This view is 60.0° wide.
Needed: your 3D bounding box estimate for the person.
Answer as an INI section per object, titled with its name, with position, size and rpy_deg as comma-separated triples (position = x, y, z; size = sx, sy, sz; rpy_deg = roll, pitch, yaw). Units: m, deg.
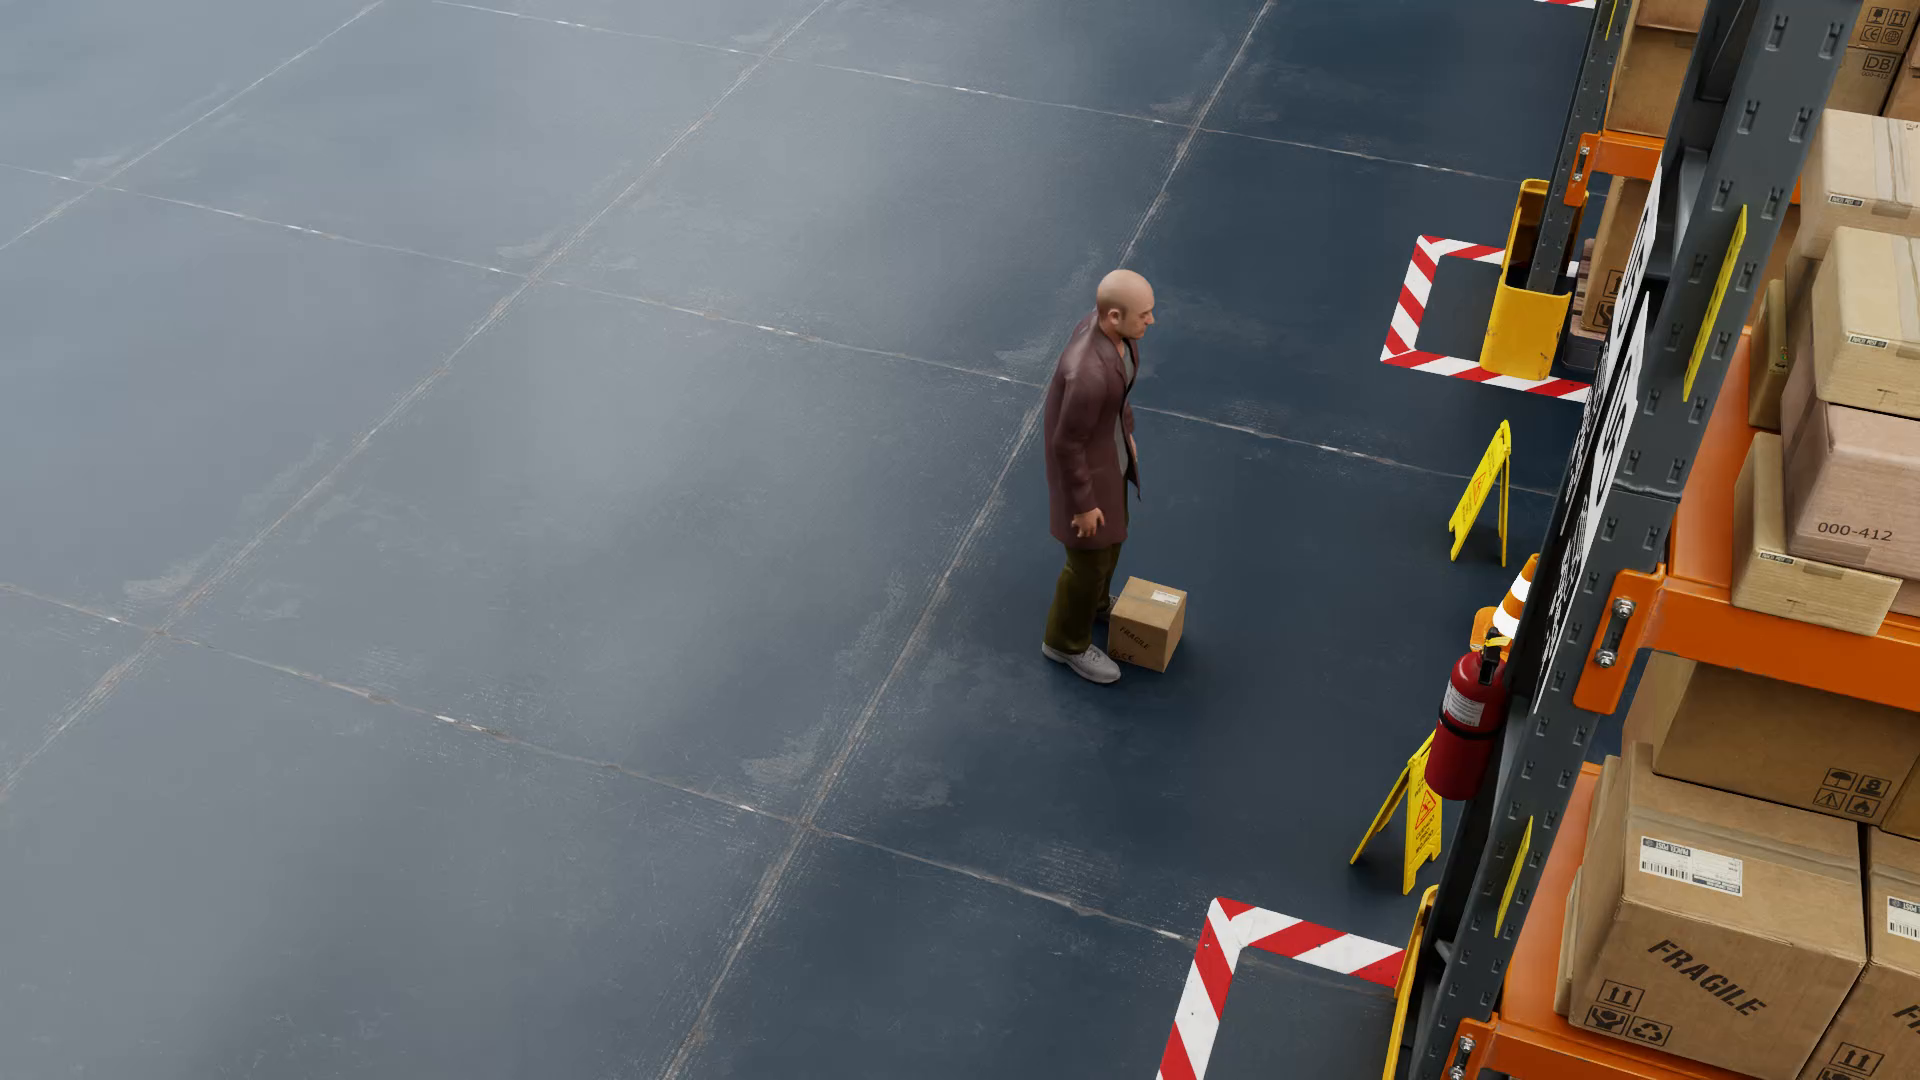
[person]
position = 0.540, -0.275, 6.487
size = 0.427, 1.774, 0.644
rpy_deg = 14, 43, 15
